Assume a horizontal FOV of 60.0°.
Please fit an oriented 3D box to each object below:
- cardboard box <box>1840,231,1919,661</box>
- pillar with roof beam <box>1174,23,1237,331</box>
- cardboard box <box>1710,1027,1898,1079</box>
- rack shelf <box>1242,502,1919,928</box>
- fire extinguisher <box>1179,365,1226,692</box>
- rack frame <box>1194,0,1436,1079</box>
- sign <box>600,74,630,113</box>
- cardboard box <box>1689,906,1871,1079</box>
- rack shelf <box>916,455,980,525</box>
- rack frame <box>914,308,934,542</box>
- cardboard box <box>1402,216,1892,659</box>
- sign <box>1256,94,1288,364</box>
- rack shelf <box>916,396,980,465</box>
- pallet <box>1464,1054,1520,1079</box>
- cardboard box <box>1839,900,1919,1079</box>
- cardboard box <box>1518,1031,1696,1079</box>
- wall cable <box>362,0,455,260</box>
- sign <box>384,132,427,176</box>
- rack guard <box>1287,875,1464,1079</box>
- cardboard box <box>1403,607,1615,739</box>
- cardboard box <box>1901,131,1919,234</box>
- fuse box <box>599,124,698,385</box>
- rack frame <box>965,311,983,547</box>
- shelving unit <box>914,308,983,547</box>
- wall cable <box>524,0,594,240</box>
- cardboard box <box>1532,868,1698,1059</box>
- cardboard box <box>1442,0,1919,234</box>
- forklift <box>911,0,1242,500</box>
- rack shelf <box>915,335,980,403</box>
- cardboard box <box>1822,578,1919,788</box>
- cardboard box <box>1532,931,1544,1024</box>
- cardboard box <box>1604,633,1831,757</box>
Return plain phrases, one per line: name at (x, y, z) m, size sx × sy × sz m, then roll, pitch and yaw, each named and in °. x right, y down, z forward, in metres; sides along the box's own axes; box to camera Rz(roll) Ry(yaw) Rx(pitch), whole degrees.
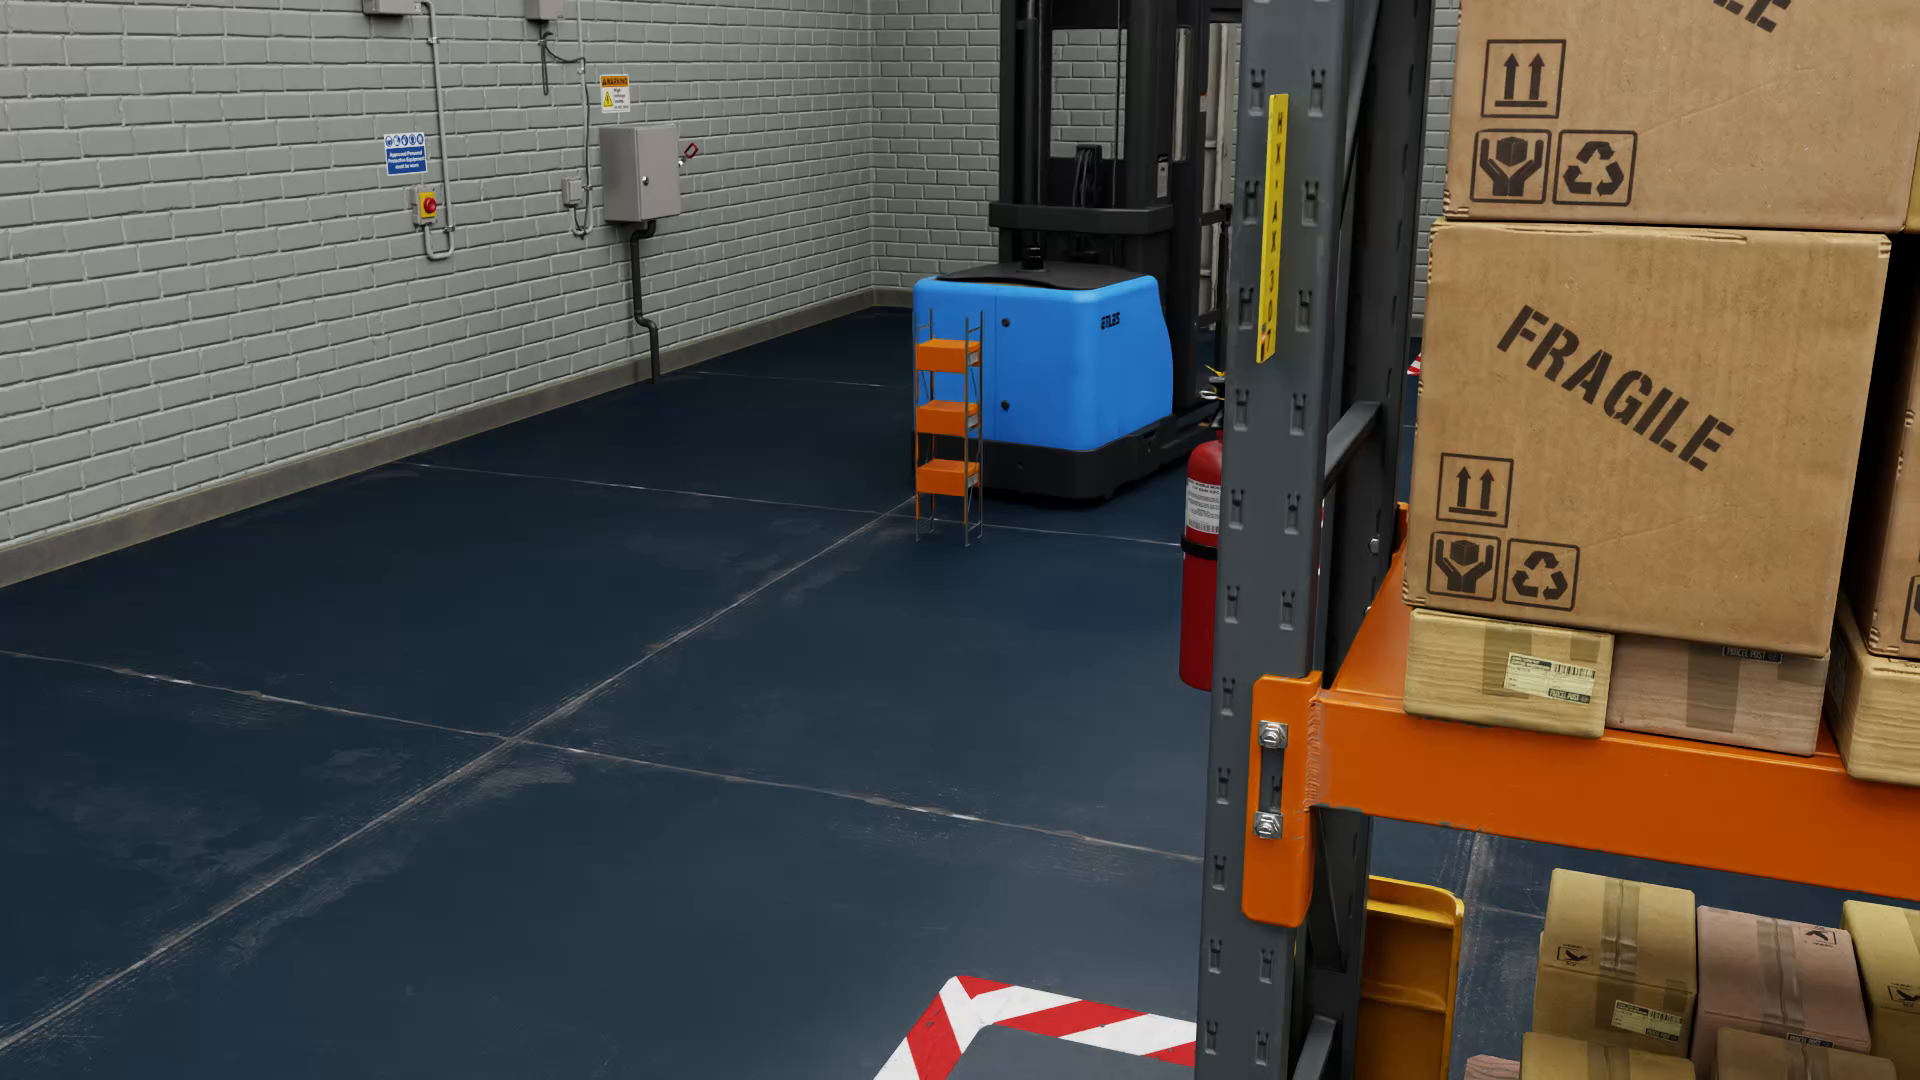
cardboard box at (1.414, -0.139, 2.060) m, size 0.500 × 0.500 × 0.500 m, roll 6°, pitch 17°, yaw 21°
pillar with roof beam at (0.374, -4.970, 8.653) m, size 0.400 × 9.000 × 9.100 m, roll 6°, pitch 17°, yaw 21°
cardboard box at (1.254, 0.906, 2.465) m, size 0.250 × 0.149 × 0.380 m, roll 7°, pitch 17°, yaw 22°
rack shelf at (2.451, 0.436, 2.082) m, size 4.000 × 0.370 × 1.077 m, roll 6°, pitch 17°, yaw 21°
fire extinguisher at (0.526, -0.043, 3.250) m, size 0.183 × 0.674 × 0.296 m, roll 6°, pitch 17°, yaw 21°
rack frame at (0.589, -0.113, 2.683) m, size 0.053 × 2.616 × 0.949 m, roll 6°, pitch 17°, yaw 21°
sign at (-2.248, -2.912, 10.844) m, size 0.001 × 0.242 × 0.339 m, roll 6°, pitch 17°, yaw 21°
cardboard box at (1.389, 0.797, 2.842) m, size 0.250 × 0.149 × 0.380 m, roll 7°, pitch 17°, yaw 22°
rack shelf at (-0.050, -0.233, 7.627) m, size 0.240 × 0.259 × 0.215 m, roll 6°, pitch 17°, yaw 21°
rack frame at (-0.163, -0.522, 7.589) m, size 0.008 × 1.050 × 0.200 m, roll 6°, pitch 17°, yaw 21°
cardboard box at (0.907, -0.187, 2.226) m, size 0.500 × 0.500 × 0.500 m, roll 7°, pitch 18°, yaw 23°
sign at (0.392, -0.389, 2.081) m, size 0.005 × 0.325 × 0.100 m, roll 6°, pitch 17°, yaw 21°
rack shelf at (-0.050, -0.499, 7.549) m, size 0.240 × 0.259 × 0.215 m, roll 6°, pitch 17°, yaw 21°
pallet at (1.404, 1.325, 2.731) m, size 1.213 × 0.211 × 1.003 m, roll 6°, pitch 17°, yaw 21°
cardboard box at (1.676, 0.790, 2.865) m, size 0.250 × 0.149 × 0.380 m, roll 6°, pitch 17°, yaw 19°
cardboard box at (0.953, 0.909, 2.454) m, size 0.250 × 0.149 × 0.380 m, roll 5°, pitch 17°, yaw 18°
wall cable at (-2.941, -2.482, 8.964) m, size 0.123 × 1.953 × 0.585 m, roll 6°, pitch 17°, yaw 21°
sign at (-3.016, -2.103, 9.051) m, size 0.001 × 0.218 × 0.327 m, roll 6°, pitch 17°, yaw 21°
rack guard at (0.661, 1.094, 3.008) m, size 0.348 × 0.500 × 1.175 m, roll 6°, pitch 17°, yaw 21°
cardboard box at (0.772, 0.125, 2.314) m, size 0.250 × 0.149 × 0.380 m, roll 6°, pitch 17°, yaw 20°
cardboard box at (1.383, -0.620, 1.924) m, size 0.500 × 0.500 × 0.500 m, roll 7°, pitch 18°, yaw 22°
fuse box at (-2.035, -1.890, 11.115) m, size 0.414 × 1.711 × 0.539 m, roll 6°, pitch 17°, yaw 21°
rack frame at (0.064, -0.497, 7.503) m, size 0.008 × 1.050 × 0.200 m, roll 6°, pitch 17°, yaw 21°
shelving unit at (-0.050, -0.510, 7.546) m, size 0.252 × 1.050 × 0.215 m, roll 6°, pitch 17°, yaw 21°
wall cable at (-2.432, -2.836, 10.240) m, size 0.122 × 1.984 × 0.588 m, roll 6°, pitch 17°, yaw 21°
cardboard box at (1.176, 0.756, 2.982) m, size 0.250 × 0.149 × 0.380 m, roll 6°, pitch 17°, yaw 21°
cardboard box at (0.911, -0.670, 2.096) m, size 0.500 × 0.500 × 0.500 m, roll 6°, pitch 17°, yaw 20°
forklift at (0.910, -1.965, 9.187) m, size 1.130 × 2.935 × 3.031 m, roll 9°, pitch 18°, yaw 28°
rack shelf at (-0.050, -0.772, 7.470) m, size 0.240 × 0.259 × 0.215 m, roll 6°, pitch 17°, yaw 21°
cardboard box at (1.254, 0.181, 2.119) m, size 0.250 × 0.149 × 0.380 m, roll 6°, pitch 17°, yaw 19°
cardboard box at (1.186, 0.890, 3.053) m, size 0.250 × 0.149 × 0.380 m, roll 6°, pitch 17°, yaw 19°
cardboard box at (1.024, 0.140, 2.262) m, size 0.250 × 0.149 × 0.380 m, roll 7°, pitch 18°, yaw 23°
